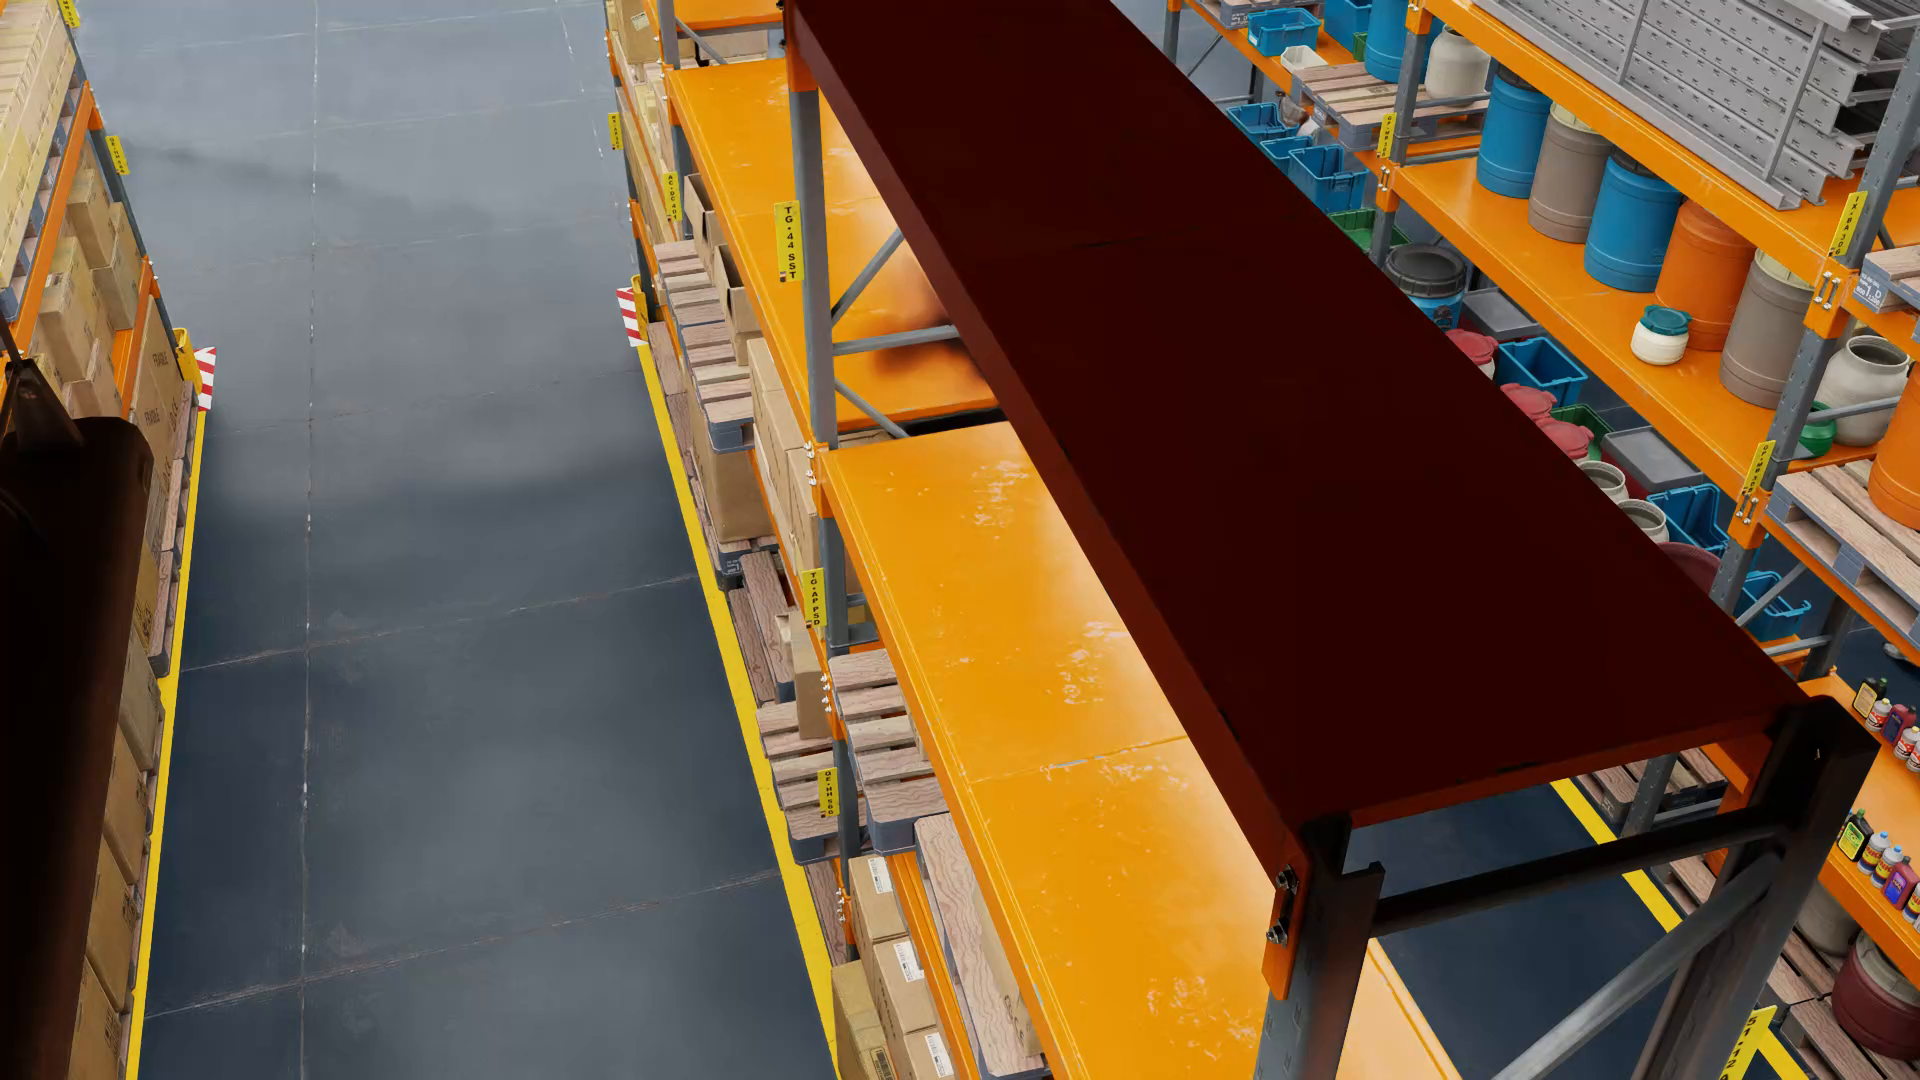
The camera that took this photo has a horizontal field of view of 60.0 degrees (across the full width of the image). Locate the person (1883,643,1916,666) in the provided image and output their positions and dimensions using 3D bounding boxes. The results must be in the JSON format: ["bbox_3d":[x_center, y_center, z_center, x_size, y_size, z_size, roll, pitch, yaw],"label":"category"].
[{"bbox_3d":[6.875,0.287,11.001,0.646,1.801,0.923,-15,41,-18],"label":"person"}]

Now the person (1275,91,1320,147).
[{"bbox_3d":[3.394,-4.010,16.546,0.749,1.751,0.582,29,47,31],"label":"person"}]
